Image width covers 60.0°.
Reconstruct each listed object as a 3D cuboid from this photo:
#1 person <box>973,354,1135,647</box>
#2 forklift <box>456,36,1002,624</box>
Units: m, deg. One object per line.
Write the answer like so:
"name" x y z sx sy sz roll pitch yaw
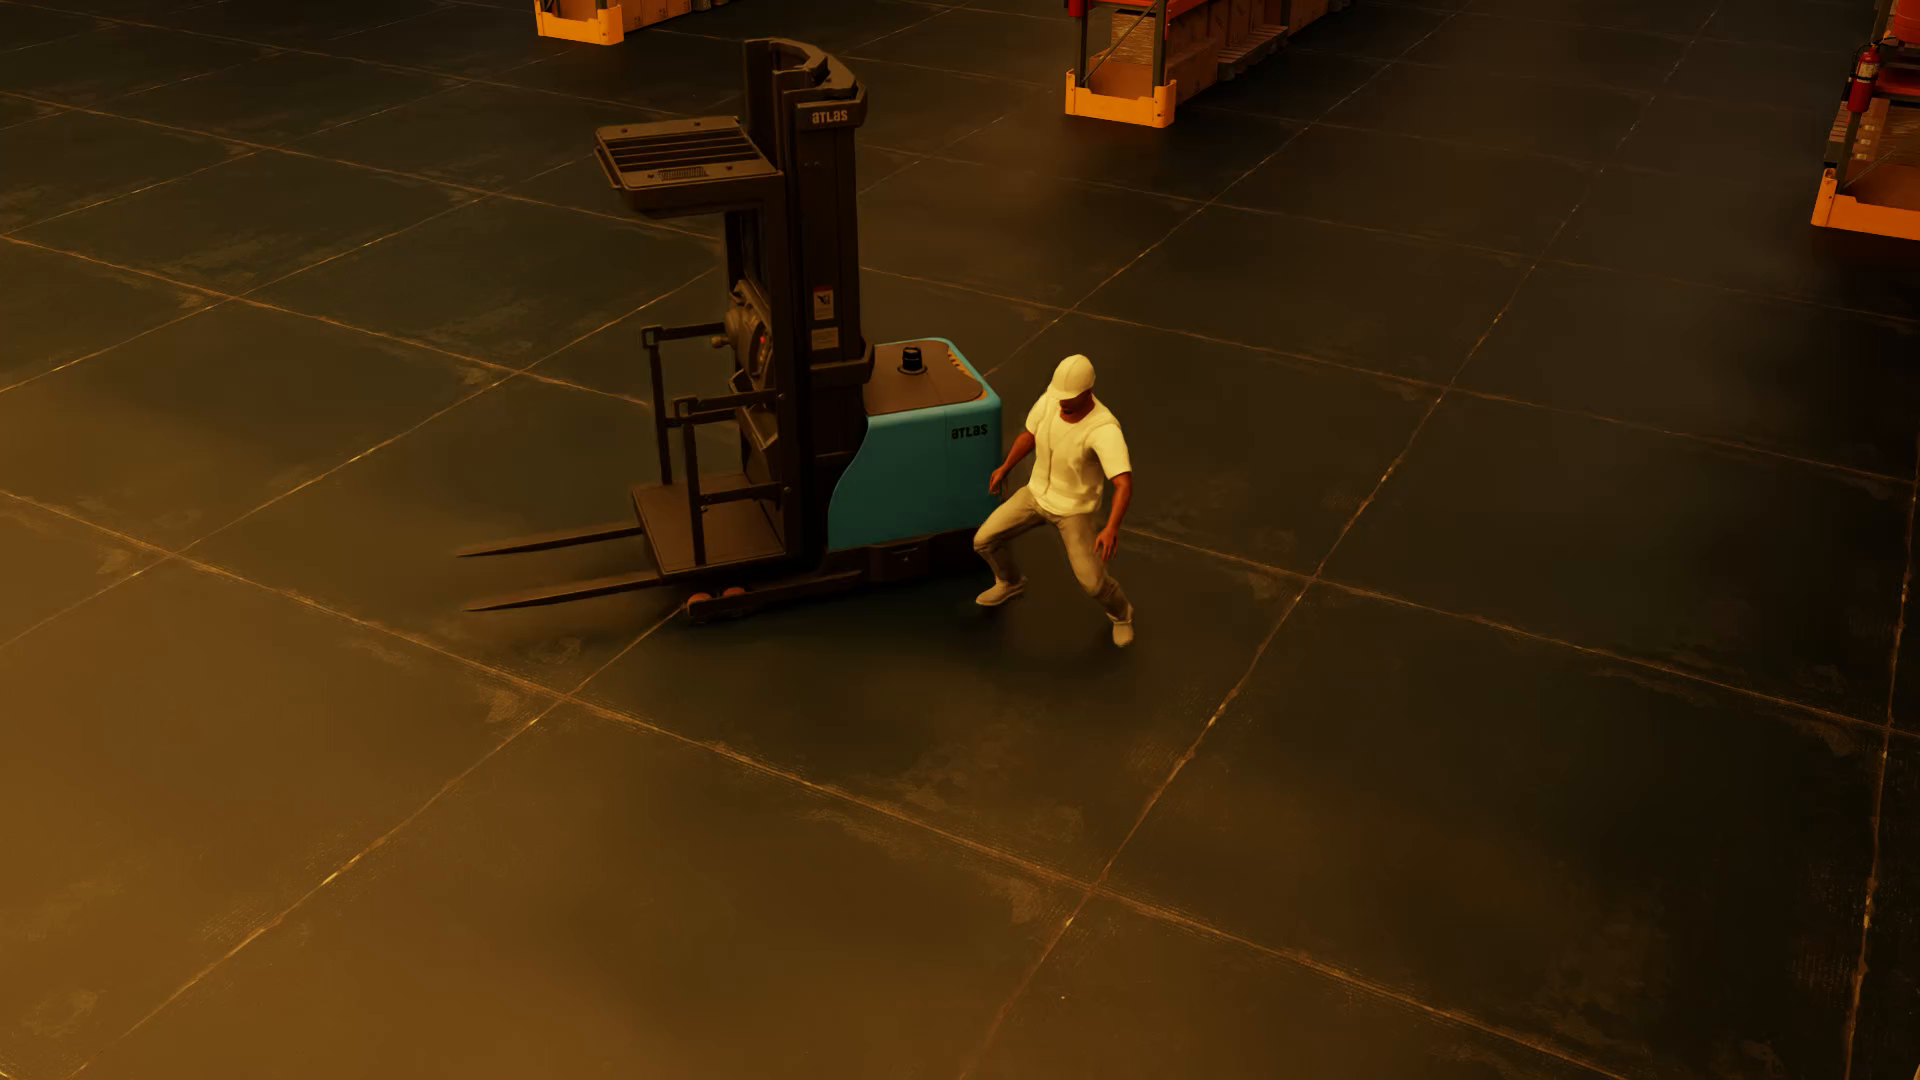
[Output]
"person" 0.554 -0.211 8.774 0.679 1.643 1.018 -25 38 -36
"forklift" -1.326 -1.105 8.985 3.031 2.935 1.130 -10 31 -16
